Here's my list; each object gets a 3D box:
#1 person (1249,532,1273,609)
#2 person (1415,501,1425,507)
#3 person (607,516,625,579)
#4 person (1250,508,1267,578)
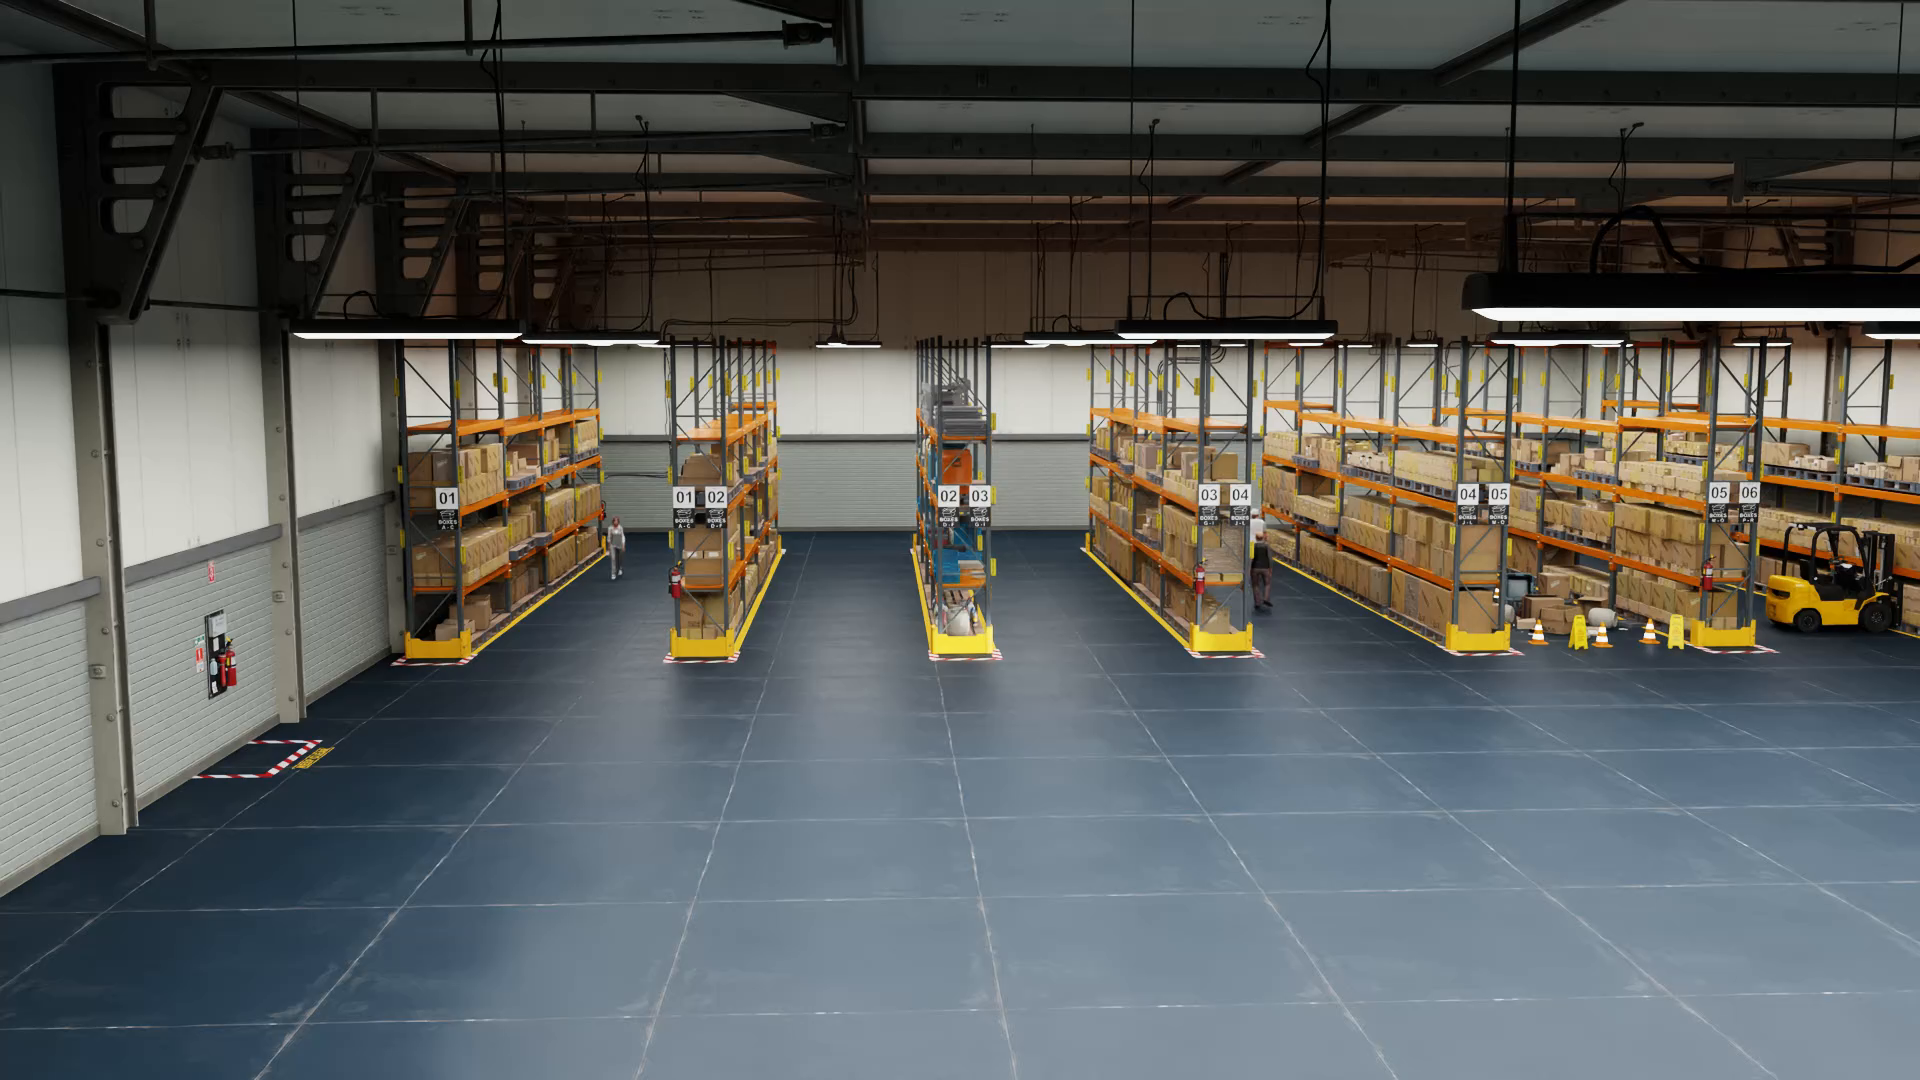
[{"bbox_3d":[6.687,0.675,37.017,0.573,1.720,0.535,0,6,2],"label":"person"},{"bbox_3d":[12.520,-0.279,45.025,0.542,1.759,0.469,-5,8,-37],"label":"person"},{"bbox_3d":[-8.676,0.180,41.938,0.450,1.525,0.972,-1,7,-9],"label":"person"},{"bbox_3d":[7.445,0.096,41.813,0.573,1.787,0.553,0,6,-1],"label":"person"}]
